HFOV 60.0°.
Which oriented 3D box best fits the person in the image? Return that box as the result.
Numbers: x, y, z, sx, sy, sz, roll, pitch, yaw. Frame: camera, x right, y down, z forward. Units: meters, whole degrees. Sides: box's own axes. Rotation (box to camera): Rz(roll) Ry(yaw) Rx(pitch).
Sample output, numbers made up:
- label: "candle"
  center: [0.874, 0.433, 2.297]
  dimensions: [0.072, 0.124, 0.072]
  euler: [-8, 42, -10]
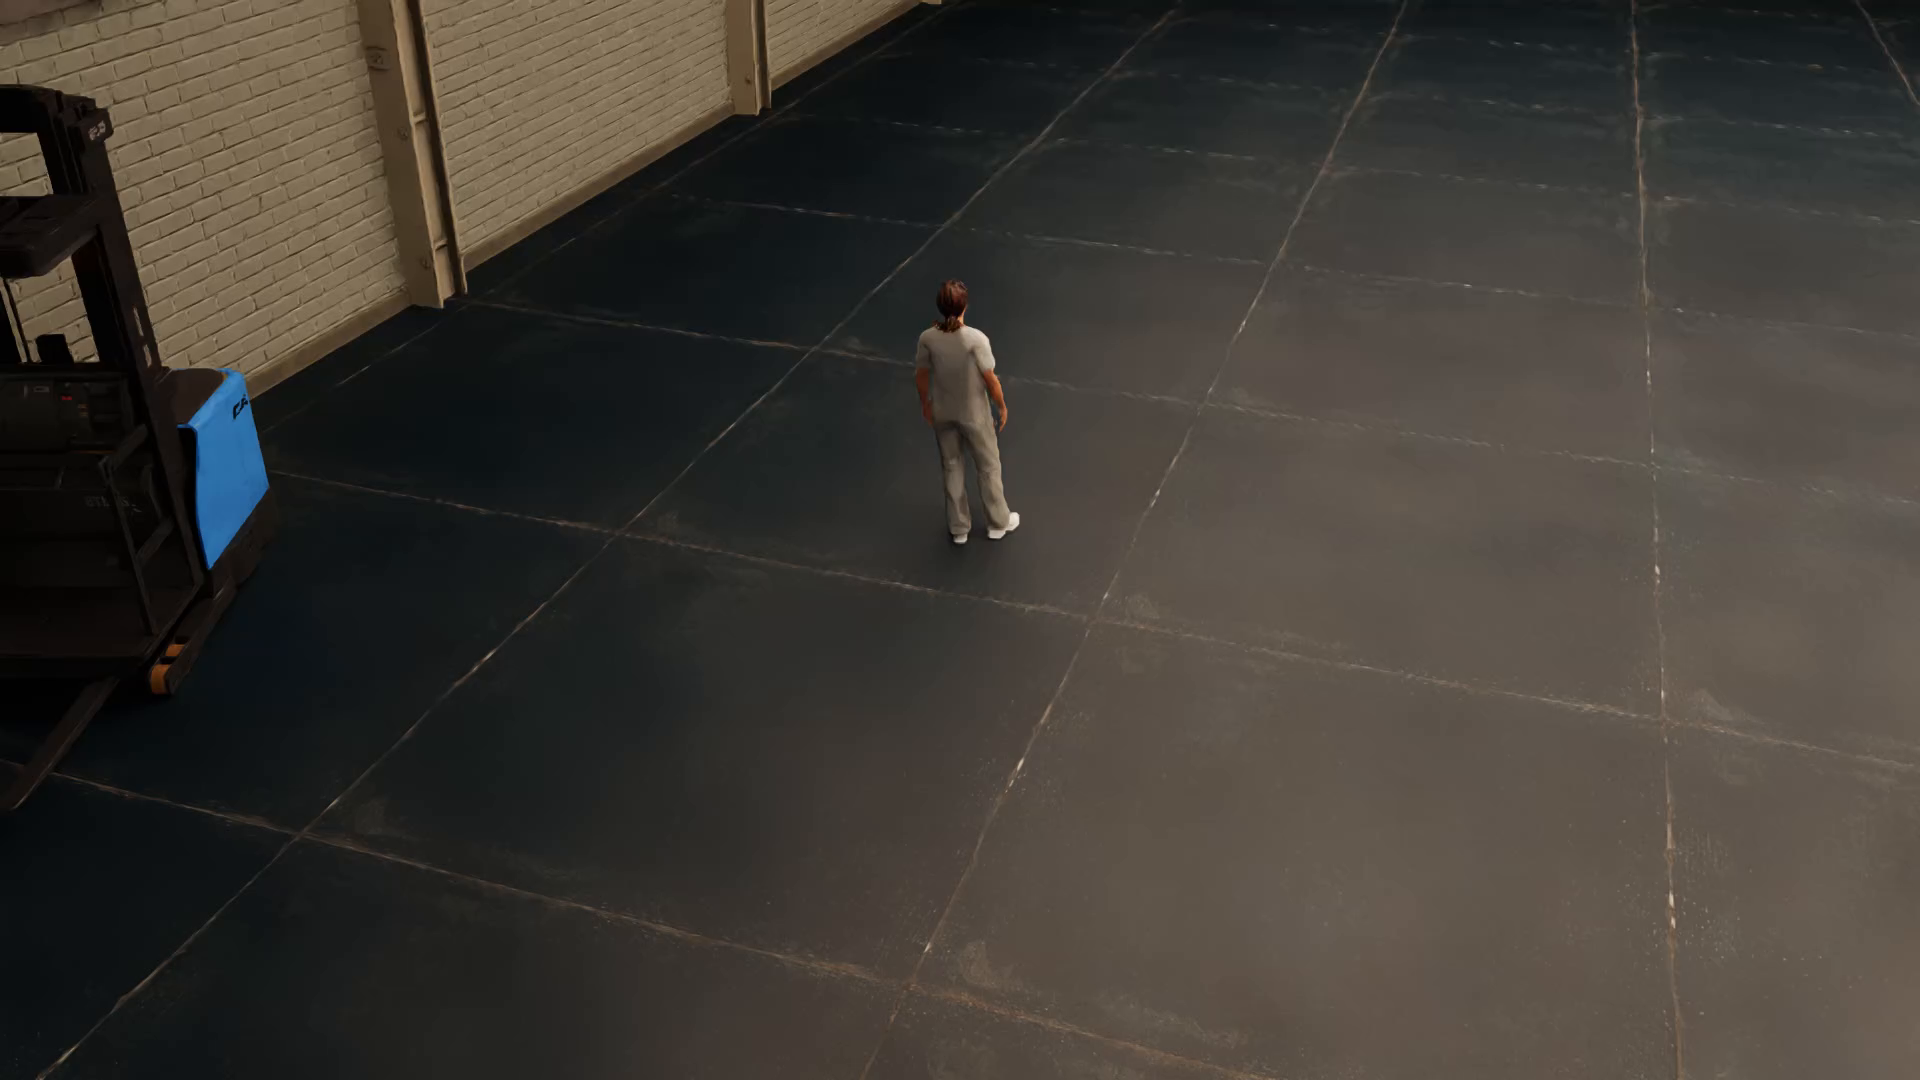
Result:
- label: "person"
  center: [0.037, -0.766, 9.735]
  dimensions: [0.550, 1.674, 0.548]
  euler: [10, 31, 16]

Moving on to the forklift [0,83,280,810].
- label: "forklift"
  center: [-4.645, -0.610, 8.207]
  dimensions: [1.130, 2.935, 3.031]
  euler: [-1, 30, -1]
